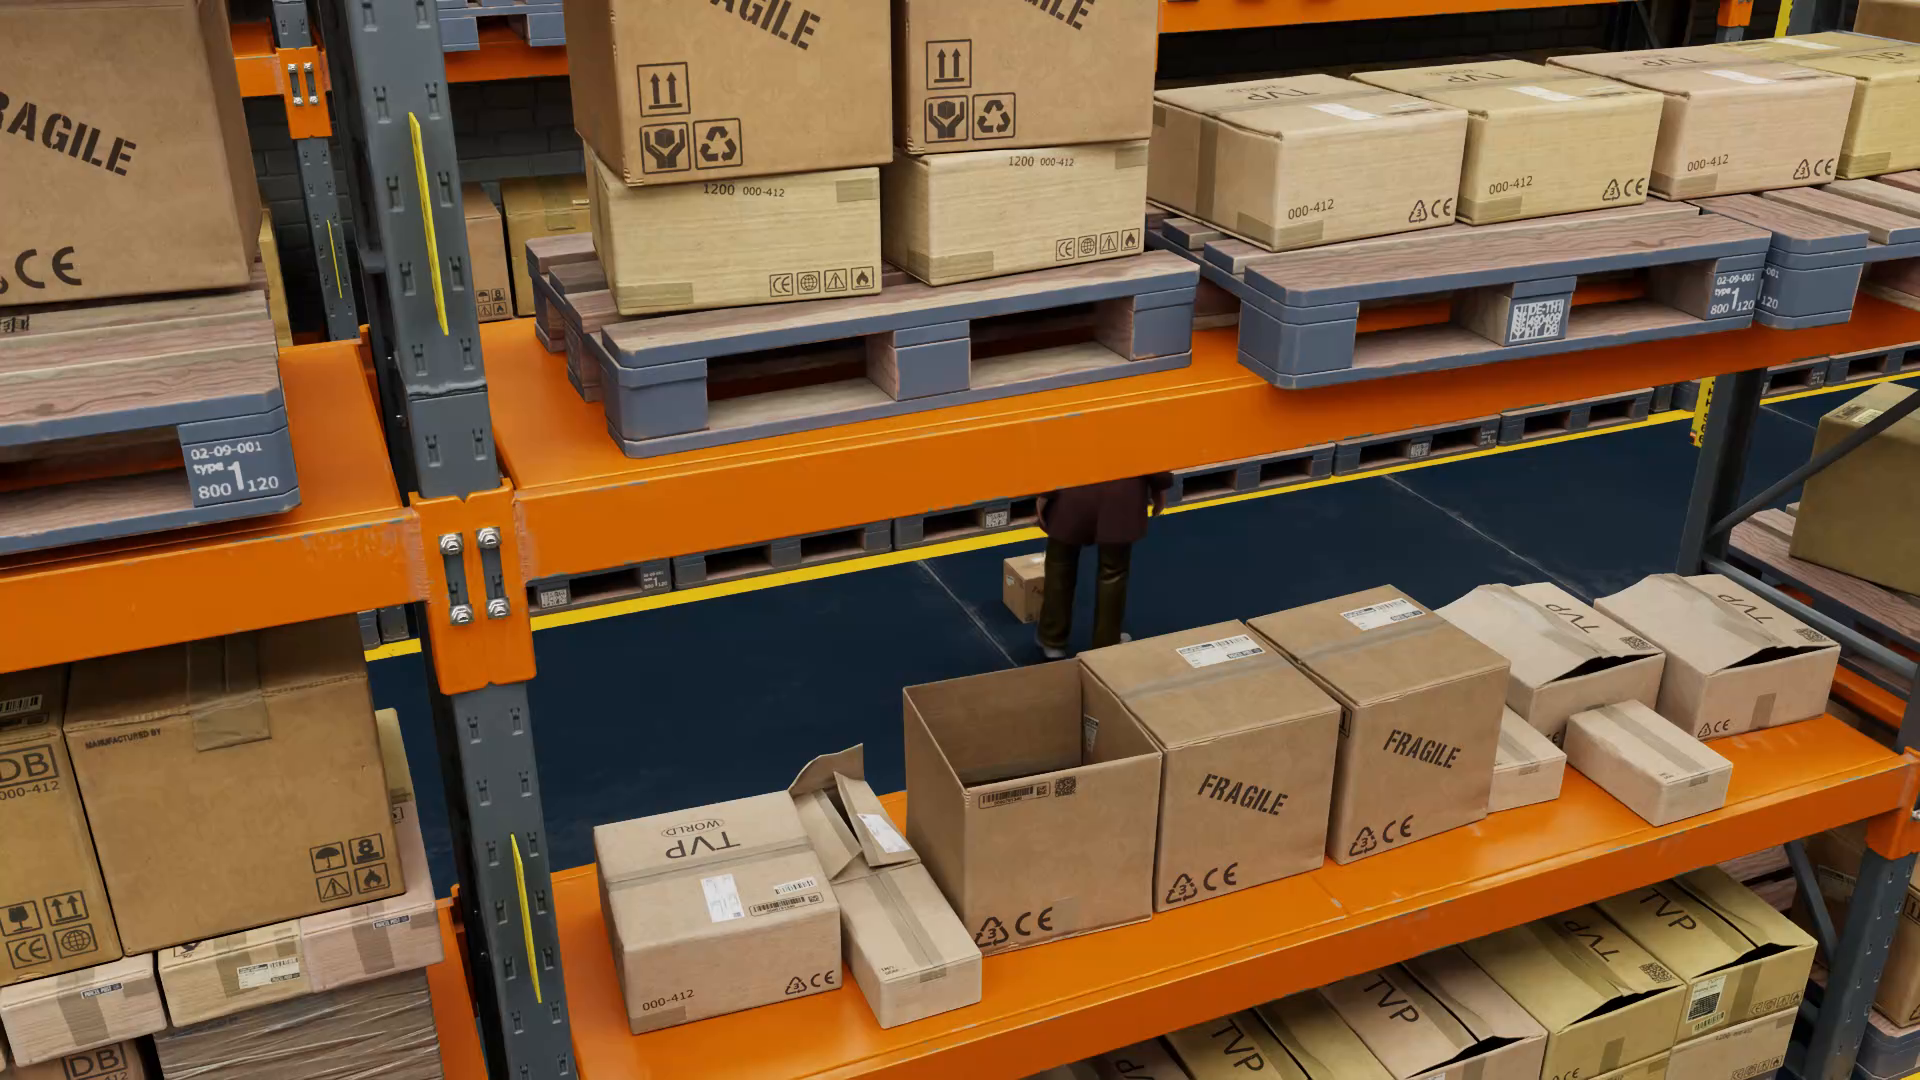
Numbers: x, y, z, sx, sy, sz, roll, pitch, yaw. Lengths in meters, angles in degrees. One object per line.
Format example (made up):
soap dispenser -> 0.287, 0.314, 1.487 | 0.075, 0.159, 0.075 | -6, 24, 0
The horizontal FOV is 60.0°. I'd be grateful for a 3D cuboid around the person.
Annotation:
person -> 0.648, -0.250, 7.654 | 0.649, 1.806, 0.529 | -1, 26, -2
